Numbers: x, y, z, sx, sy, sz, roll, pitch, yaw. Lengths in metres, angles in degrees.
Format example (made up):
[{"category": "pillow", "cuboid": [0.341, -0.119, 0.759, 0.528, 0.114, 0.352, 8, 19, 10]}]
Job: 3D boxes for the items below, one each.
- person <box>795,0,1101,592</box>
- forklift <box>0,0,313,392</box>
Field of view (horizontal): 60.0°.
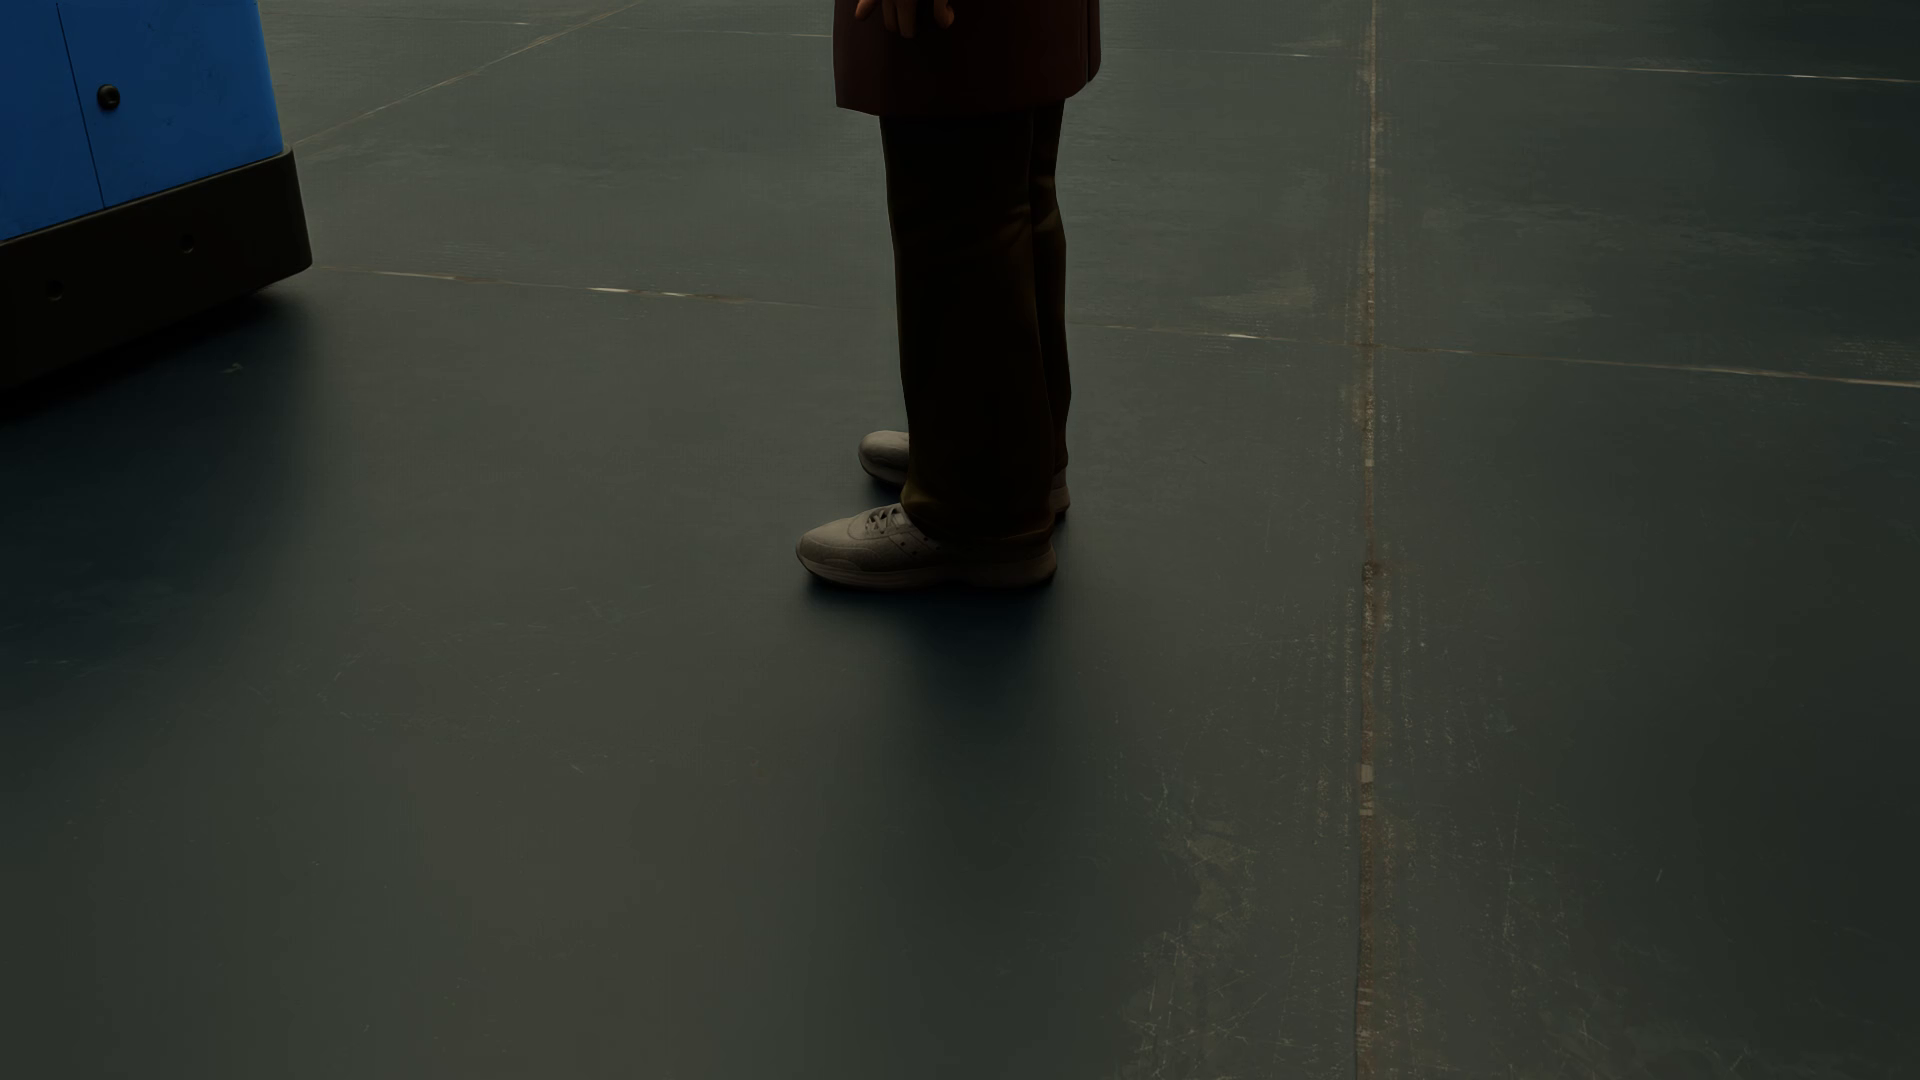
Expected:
[{"category": "person", "cuboid": [-0.022, -0.792, 2.093, 0.390, 1.782, 0.551, 6, 27, 11]}, {"category": "forklift", "cuboid": [-2.924, -1.880, 2.973, 3.031, 2.935, 1.130, 10, 29, 20]}]
